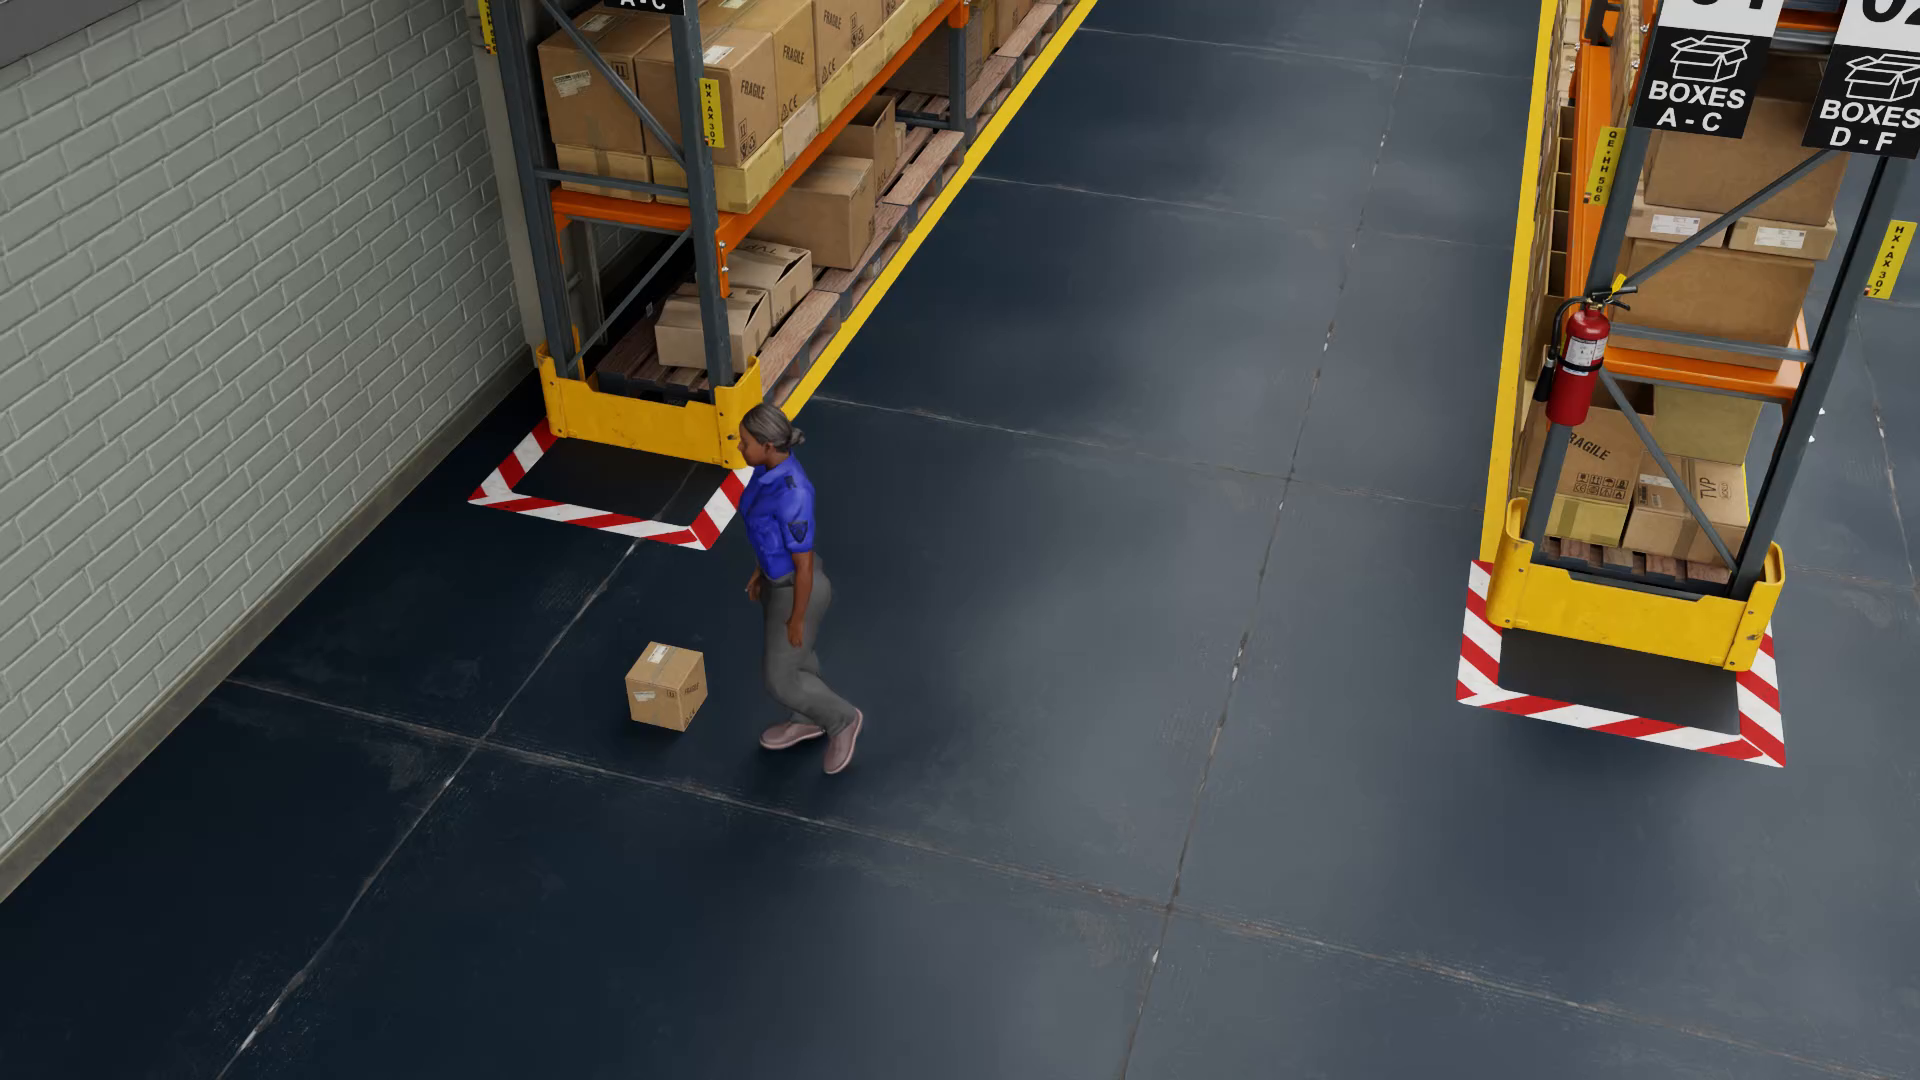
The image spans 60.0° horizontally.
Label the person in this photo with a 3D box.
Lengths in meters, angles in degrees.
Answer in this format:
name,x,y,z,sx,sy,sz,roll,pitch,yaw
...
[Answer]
name,x,y,z,sx,sy,sz,roll,pitch,yaw
person,-0.654,0.165,6.594,0.383,1.586,0.477,-11,39,-14
